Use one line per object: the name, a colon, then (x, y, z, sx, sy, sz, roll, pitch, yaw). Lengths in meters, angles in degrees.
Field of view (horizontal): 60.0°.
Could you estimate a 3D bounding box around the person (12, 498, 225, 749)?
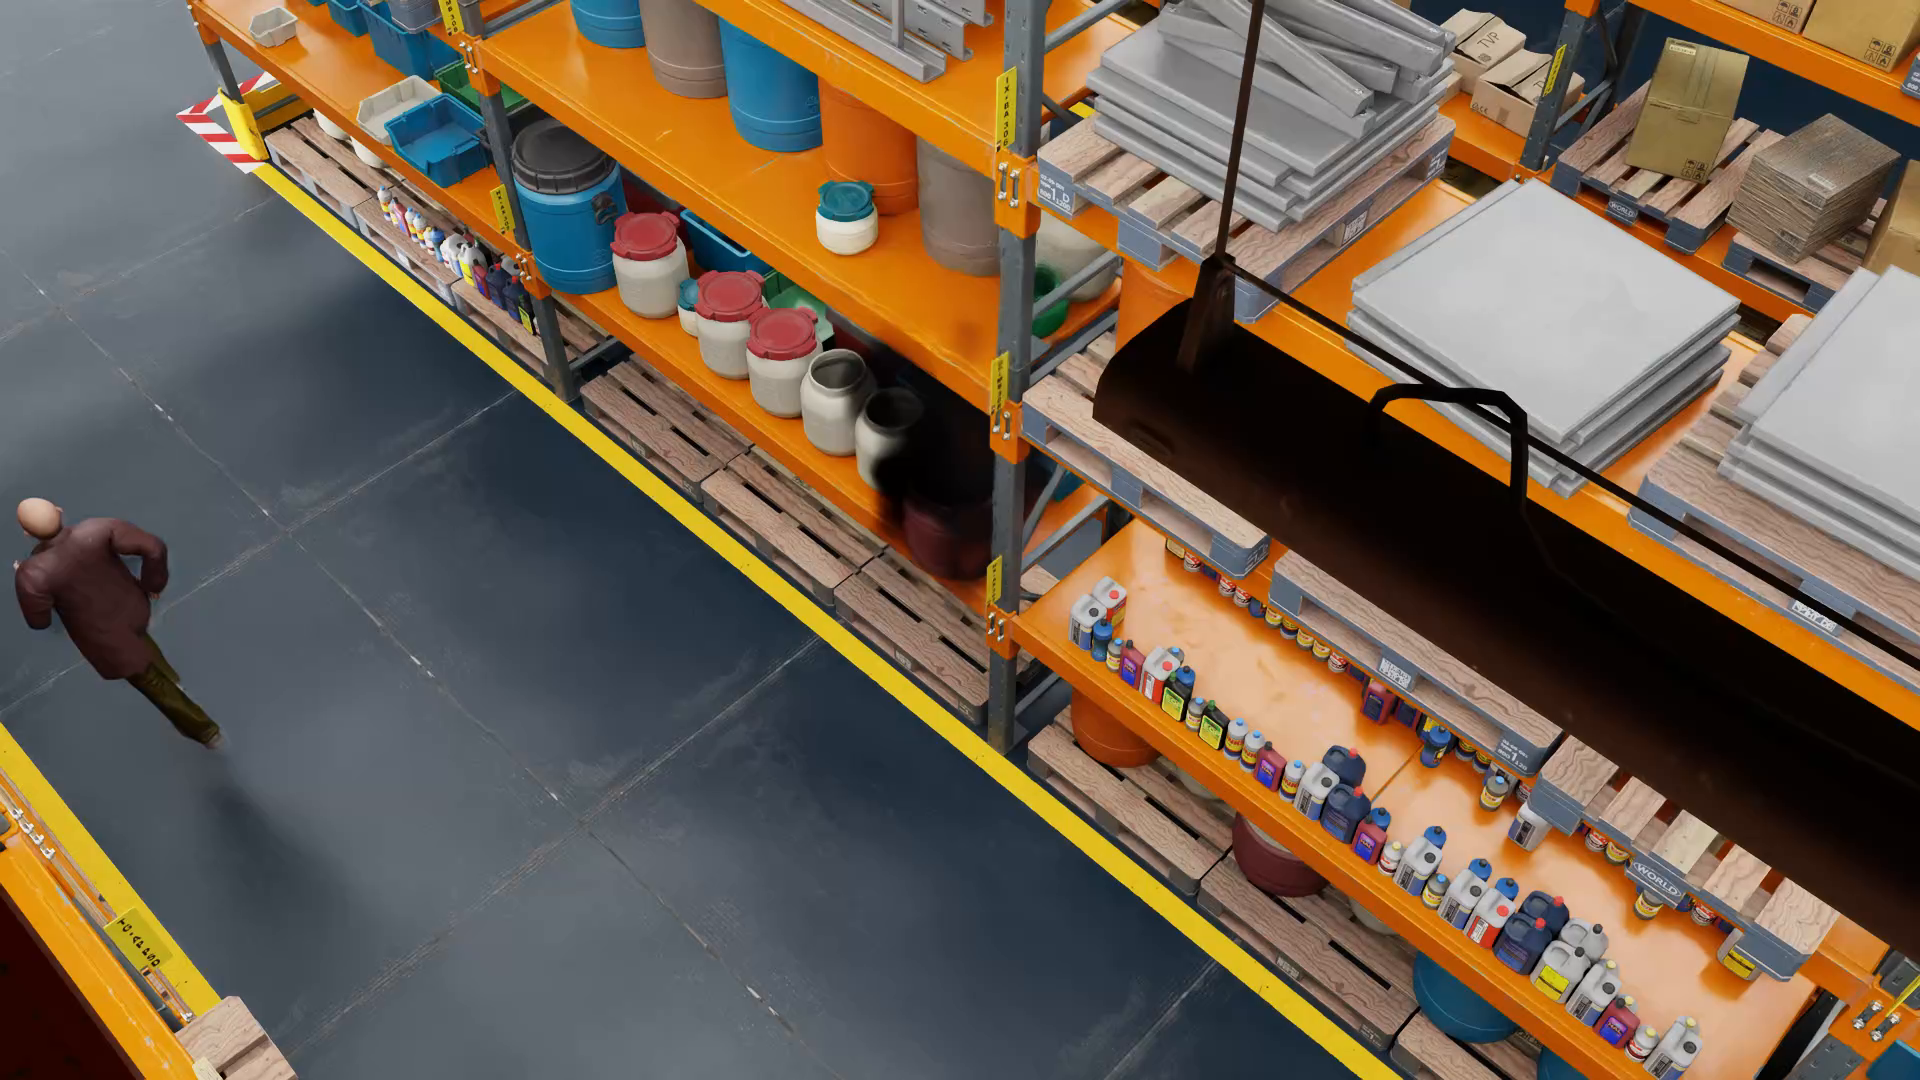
person: (-4.349, 0.424, 8.550, 0.864, 1.837, 0.672, 25, 54, 19)
